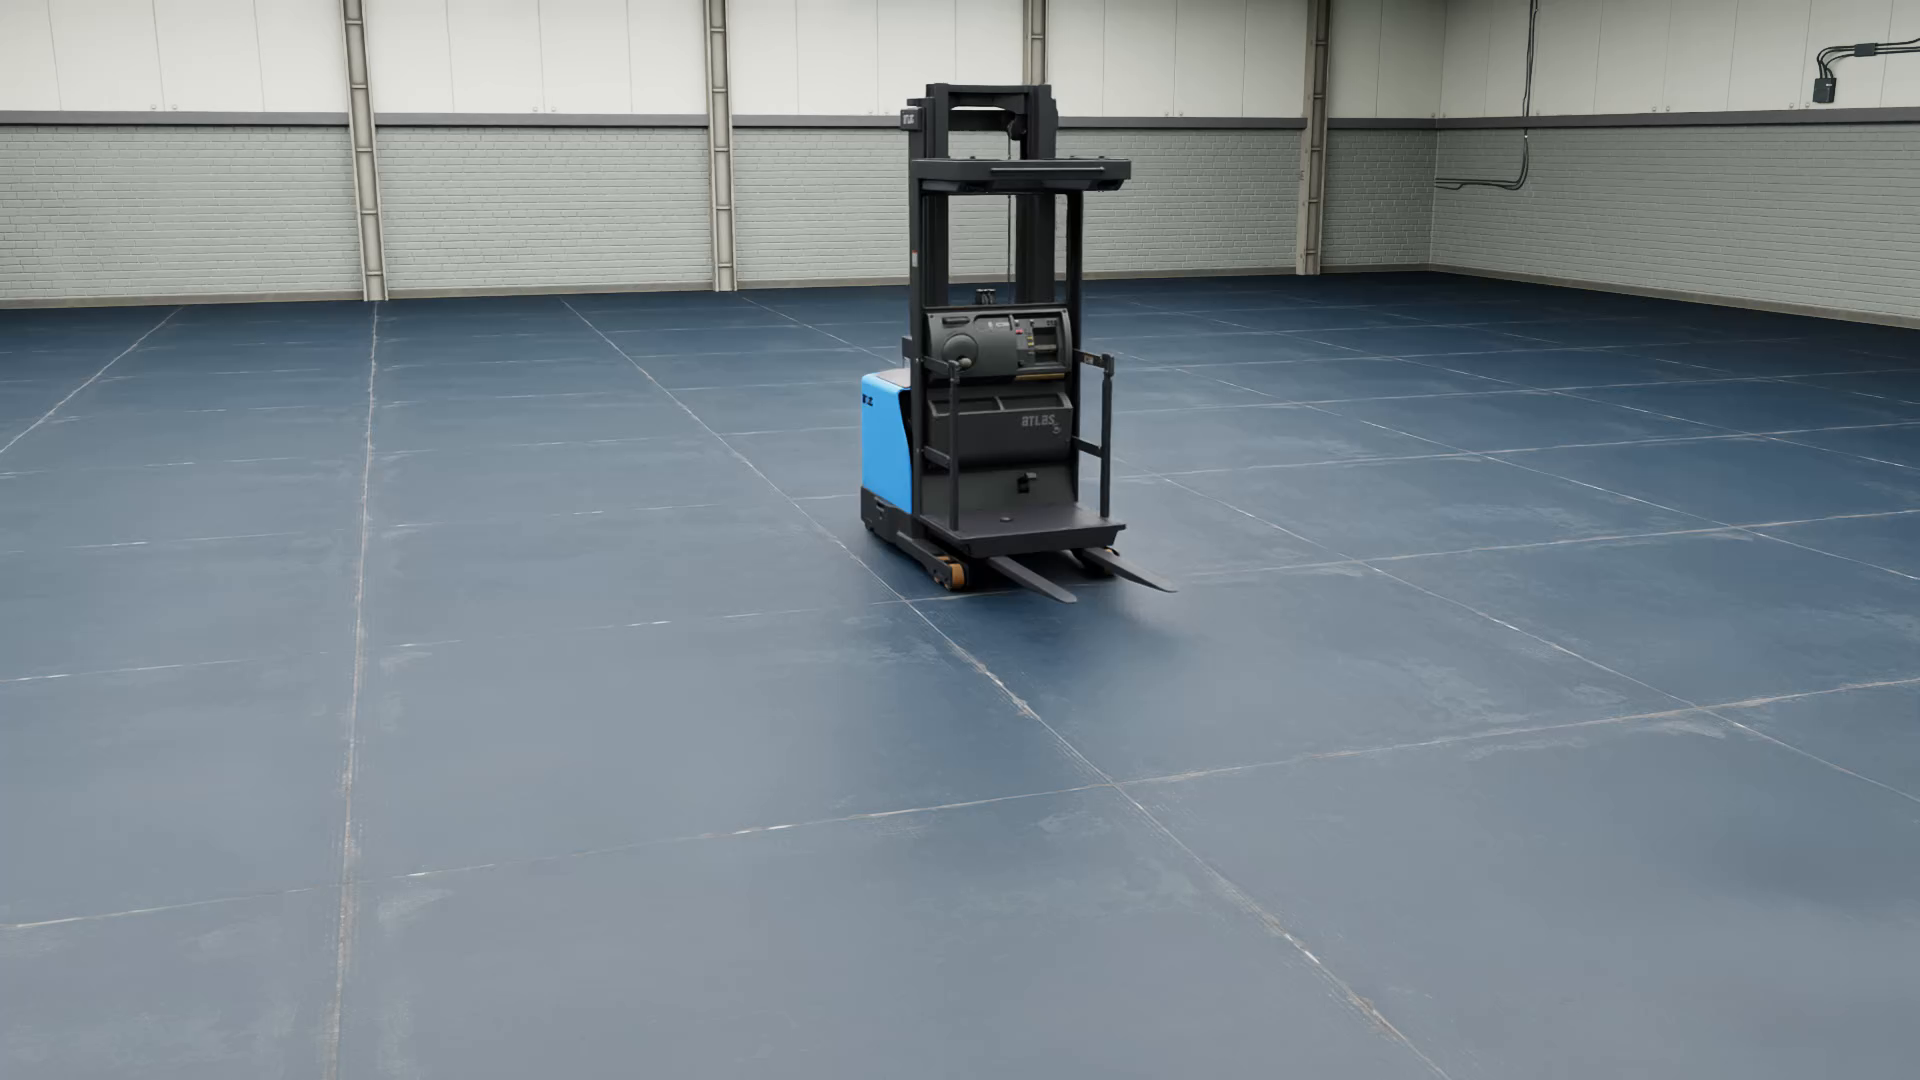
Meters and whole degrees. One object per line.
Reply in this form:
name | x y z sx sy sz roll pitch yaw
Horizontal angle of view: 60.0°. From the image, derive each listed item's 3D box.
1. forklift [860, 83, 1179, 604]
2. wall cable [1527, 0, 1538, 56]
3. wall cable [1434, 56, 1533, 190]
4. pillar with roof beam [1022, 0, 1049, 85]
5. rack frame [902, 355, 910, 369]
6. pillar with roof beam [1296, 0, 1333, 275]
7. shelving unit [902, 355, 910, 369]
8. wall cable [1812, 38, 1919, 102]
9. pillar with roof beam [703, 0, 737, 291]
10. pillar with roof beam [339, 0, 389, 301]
forklift | 0.327 -1.233 9.991 1.130 2.935 3.031 -5 14 -21
wall cable | 11.174 -10.087 29.900 0.112 2.526 3.097 -4 14 -18
wall cable | 10.312 -8.223 32.978 0.112 2.526 3.097 -4 14 -18
pillar with roof beam | 2.784 -8.420 27.093 0.400 9.000 9.100 -4 14 -18
rack frame | -0.356 -0.740 11.662 0.006 1.200 0.240 -6 14 -22
pillar with roof beam | 8.471 -8.862 28.955 0.400 9.000 9.100 -4 14 -18
shelving unit | -0.272 -0.748 11.696 0.189 1.200 0.258 -6 14 -22
wall cable | 13.324 -9.305 23.467 0.169 6.003 2.305 -4 14 -18
pillar with roof beam | -2.903 -7.977 25.231 0.400 9.000 9.100 -4 14 -18
pillar with roof beam | -8.589 -7.534 23.370 0.400 9.000 9.100 -4 14 -18
